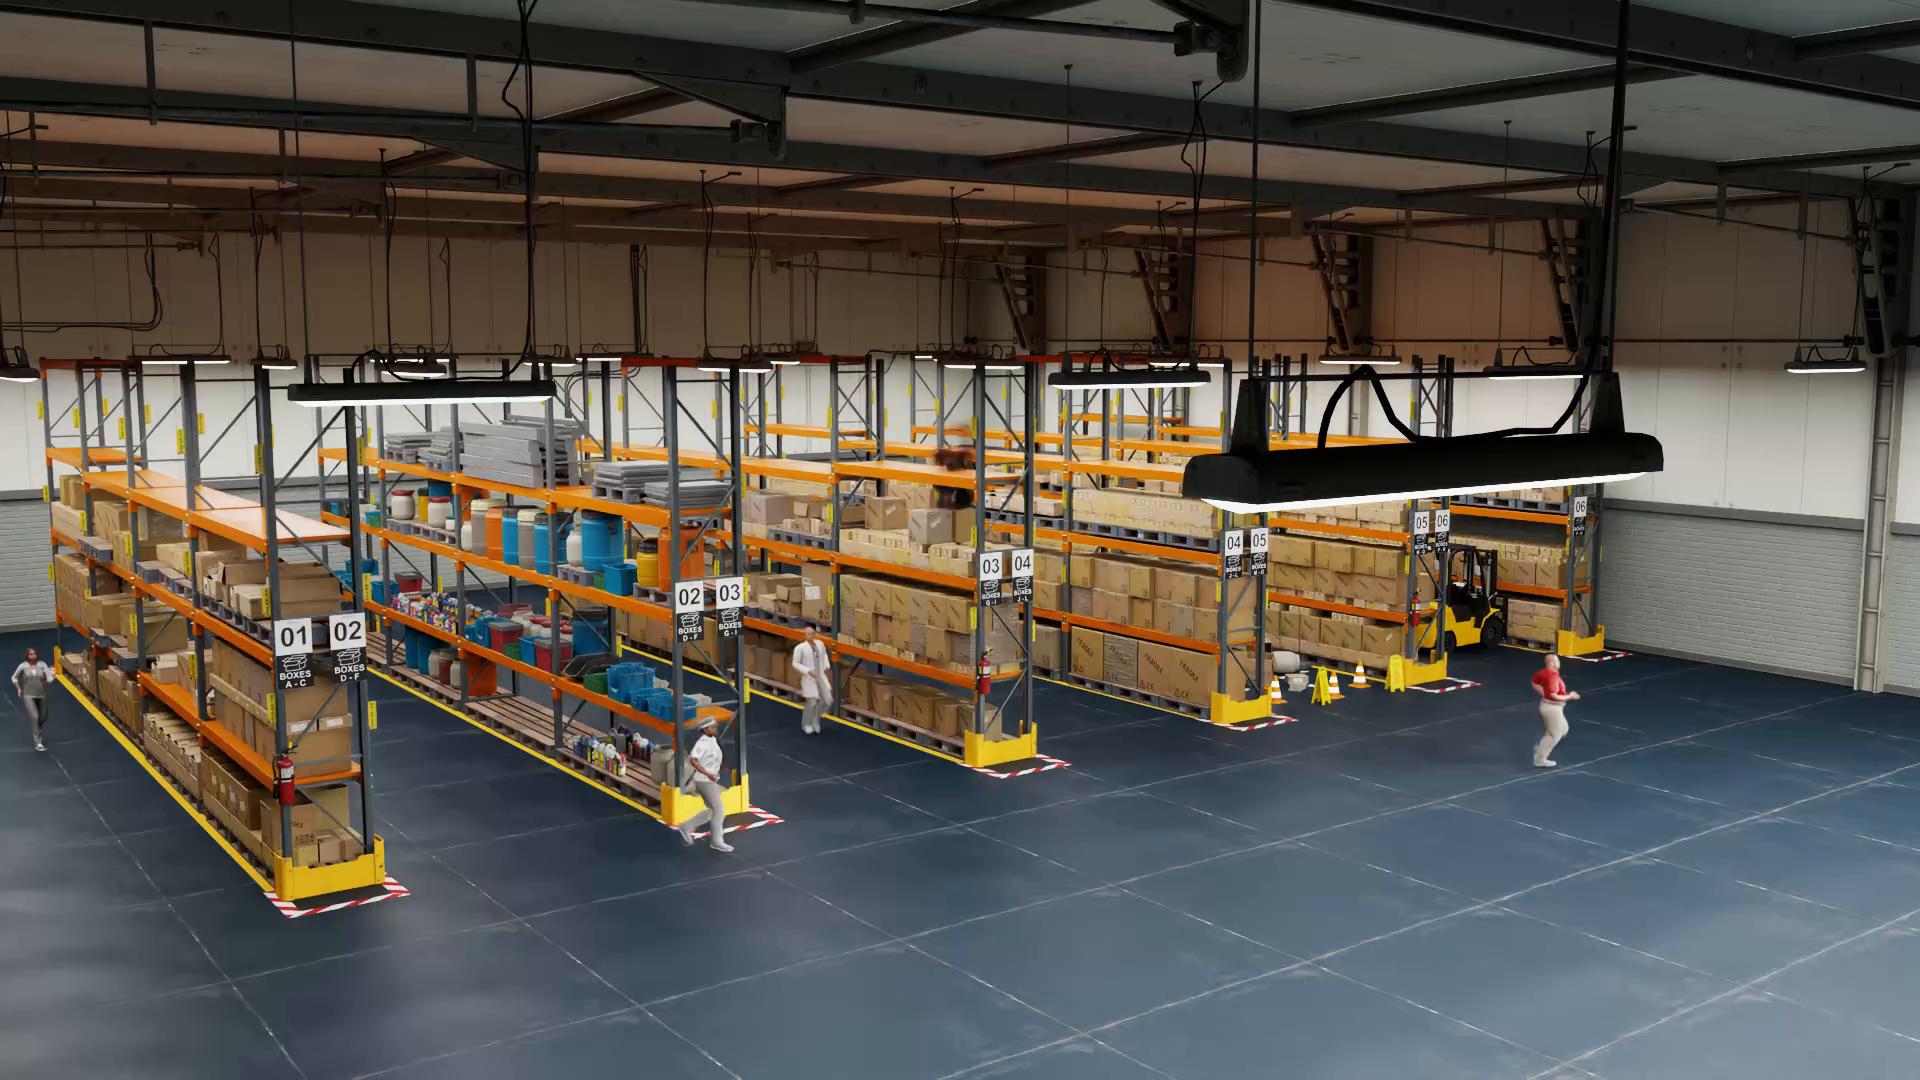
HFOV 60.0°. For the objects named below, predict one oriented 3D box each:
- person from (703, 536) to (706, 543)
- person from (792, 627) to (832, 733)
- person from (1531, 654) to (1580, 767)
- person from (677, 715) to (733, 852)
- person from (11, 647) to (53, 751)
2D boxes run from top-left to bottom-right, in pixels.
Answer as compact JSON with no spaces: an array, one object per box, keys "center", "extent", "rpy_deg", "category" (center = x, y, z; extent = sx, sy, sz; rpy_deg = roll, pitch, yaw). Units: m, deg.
[{"center":[-6.284,0.728,39.691],"extent":[0.717,1.687,0.635],"rpy_deg":[2,7,13],"category":"person"},{"center":[-2.352,2.255,26.768],"extent":[0.722,1.735,0.668],"rpy_deg":[-5,8,-34],"category":"person"},{"center":[8.846,2.533,24.687],"extent":[0.621,1.708,0.648],"rpy_deg":[1,7,7],"category":"person"},{"center":[-3.162,3.026,20.795],"extent":[0.702,1.675,0.673],"rpy_deg":[1,7,5],"category":"person"},{"center":[-14.378,2.442,25.826],"extent":[0.545,1.574,0.857],"rpy_deg":[-6,9,-40],"category":"person"}]
